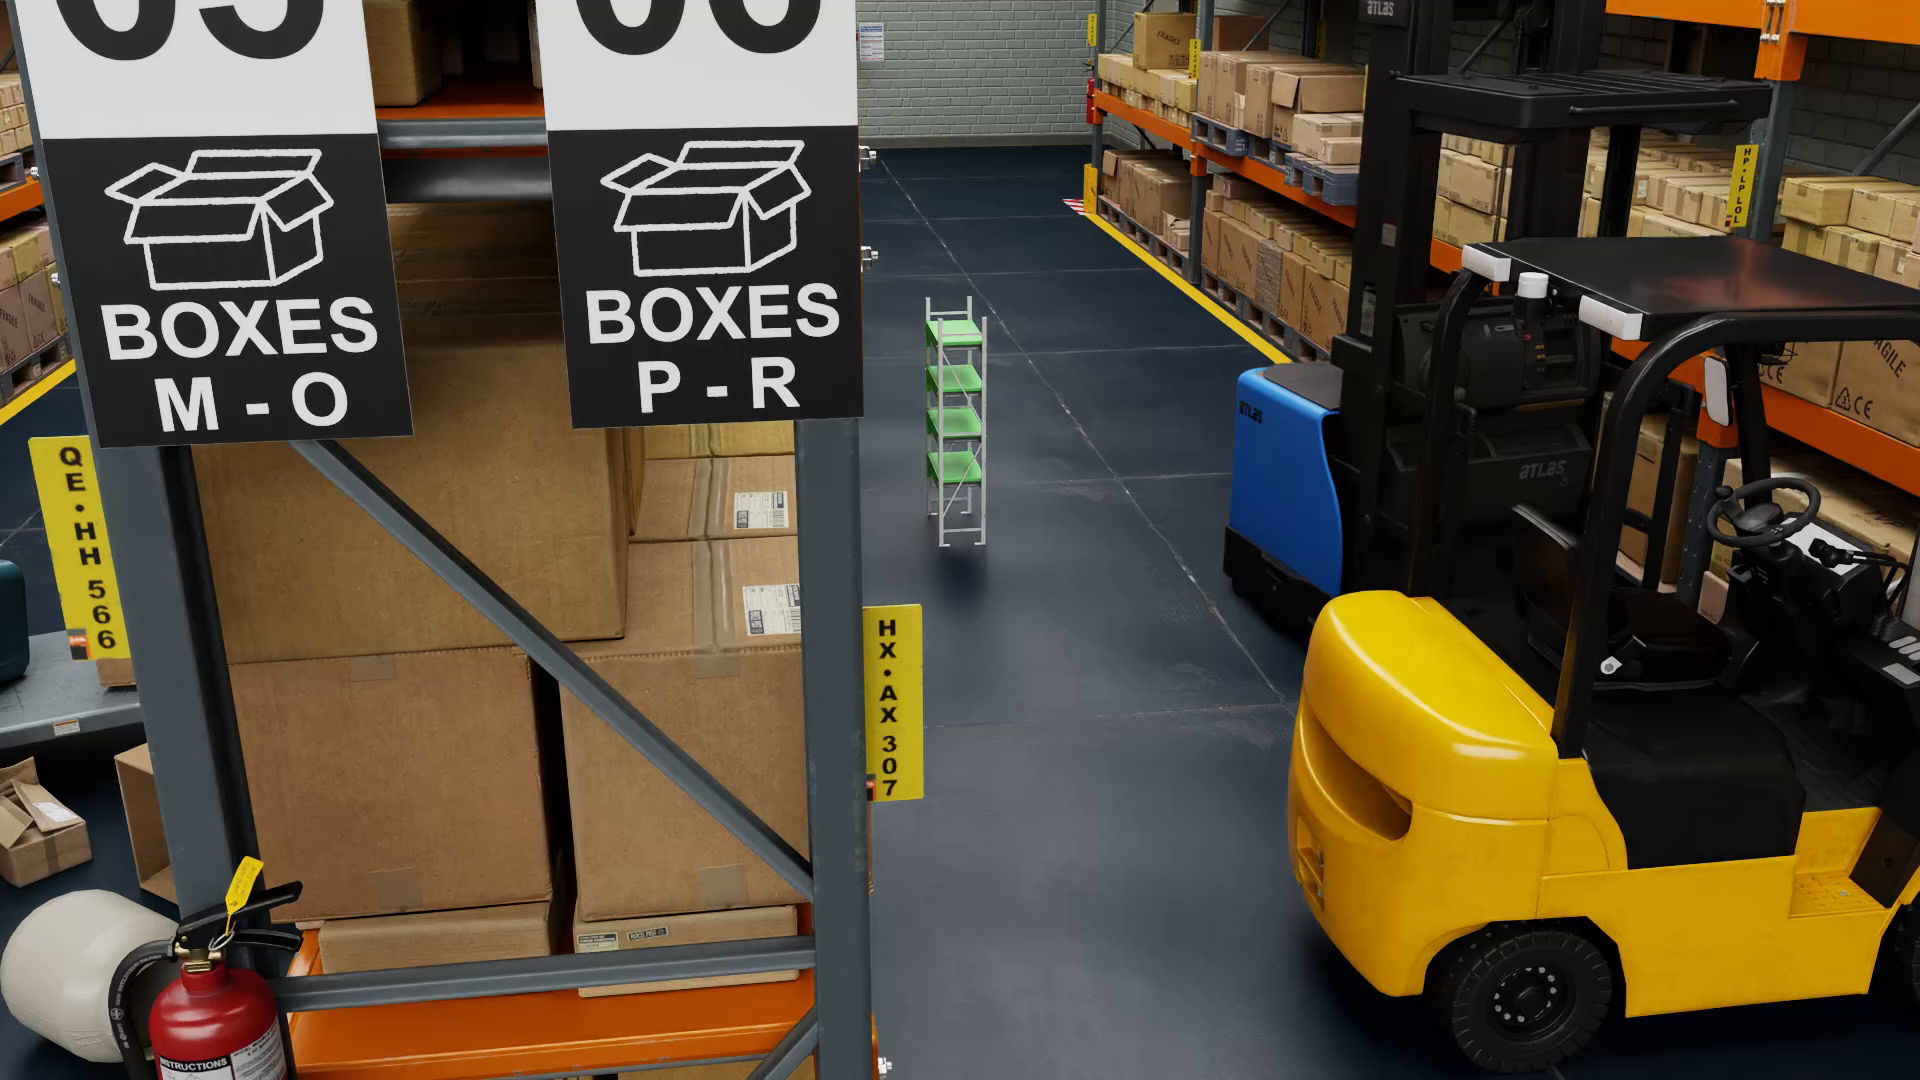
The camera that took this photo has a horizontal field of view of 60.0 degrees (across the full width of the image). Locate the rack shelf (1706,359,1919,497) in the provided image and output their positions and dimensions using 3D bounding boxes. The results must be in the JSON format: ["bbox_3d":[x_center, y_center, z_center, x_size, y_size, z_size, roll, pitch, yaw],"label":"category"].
[{"bbox_3d":[3.980,0.076,5.252,1.077,0.370,4.000,-3,21,-8],"label":"rack shelf"}]

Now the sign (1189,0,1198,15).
[{"bbox_3d":[2.514,-5.819,17.903,0.100,0.325,0.005,-3,21,-8],"label":"sign"}]

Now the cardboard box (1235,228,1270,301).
[{"bbox_3d":[2.539,-2.213,13.326,0.500,0.500,0.500,-4,21,-9],"label":"cardboard box"}]

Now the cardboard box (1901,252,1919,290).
[{"bbox_3d":[3.543,-0.913,5.802,0.380,0.149,0.250,-2,21,-7],"label":"cardboard box"}]

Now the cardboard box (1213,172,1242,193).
[{"bbox_3d":[2.387,-3.057,14.235,0.380,0.149,0.250,-3,21,-9],"label":"cardboard box"}]

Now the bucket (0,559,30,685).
[{"bbox_3d":[-3.803,0.336,6.037,0.726,0.611,0.620,4,11,11],"label":"bucket"}]

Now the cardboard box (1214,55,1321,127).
[{"bbox_3d":[2.461,-3.608,13.347,0.700,0.500,0.500,-3,21,-7],"label":"cardboard box"}]

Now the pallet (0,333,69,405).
[{"bbox_3d":[-6.964,-1.187,11.594,1.003,0.211,1.213,-3,21,-8],"label":"pallet"}]

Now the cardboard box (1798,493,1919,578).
[{"bbox_3d":[3.514,0.031,6.247,0.500,0.250,0.500,-3,21,-8],"label":"cardboard box"}]

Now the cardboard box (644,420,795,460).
[{"bbox_3d":[-0.590,-0.036,3.958,0.500,0.500,0.500,-3,21,-9],"label":"cardboard box"}]

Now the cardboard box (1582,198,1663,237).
[{"bbox_3d":[3.286,-1.452,7.816,0.500,0.250,0.500,-3,21,-9],"label":"cardboard box"}]

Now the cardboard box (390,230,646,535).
[{"bbox_3d":[-0.998,-0.312,3.269,0.700,0.500,0.500,-3,21,-7],"label":"cardboard box"}]

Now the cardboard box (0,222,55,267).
[{"bbox_3d":[-6.838,-2.140,12.059,0.500,0.250,0.500,-2,21,-5],"label":"cardboard box"}]

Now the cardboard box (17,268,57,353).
[{"bbox_3d":[-6.758,-1.613,11.721,0.500,0.500,0.500,-3,21,-9],"label":"cardboard box"}]

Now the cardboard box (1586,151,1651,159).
[{"bbox_3d":[3.209,-1.852,8.317,0.380,0.149,0.250,-3,21,-7],"label":"cardboard box"}]

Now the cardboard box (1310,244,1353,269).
[{"bbox_3d":[2.729,-2.012,11.862,0.380,0.149,0.250,-4,21,-10],"label":"cardboard box"}]

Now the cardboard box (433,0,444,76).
[{"bbox_3d":[-1.040,-0.798,2.637,0.380,0.149,0.250,-3,21,-7],"label":"cardboard box"}]

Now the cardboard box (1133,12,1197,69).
[{"bbox_3d":[1.977,-4.838,16.100,0.500,0.500,0.500,-2,21,-6],"label":"cardboard box"}]

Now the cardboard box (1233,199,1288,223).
[{"bbox_3d":[2.491,-2.735,13.796,0.380,0.149,0.250,-4,21,-11],"label":"cardboard box"}]

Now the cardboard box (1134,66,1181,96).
[{"bbox_3d":[2.004,-4.480,16.214,0.500,0.250,0.500,-3,21,-9],"label":"cardboard box"}]

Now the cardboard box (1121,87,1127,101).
[{"bbox_3d":[1.868,-4.597,17.096,0.380,0.149,0.250,-2,21,-6],"label":"cardboard box"}]

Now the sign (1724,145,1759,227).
[{"bbox_3d":[3.156,-1.428,6.710,0.100,0.325,0.005,-3,21,-8],"label":"sign"}]

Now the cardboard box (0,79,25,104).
[{"bbox_3d":[-6.931,-3.233,11.993,0.380,0.149,0.250,-4,21,-9],"label":"cardboard box"}]

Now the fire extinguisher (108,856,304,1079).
[{"bbox_3d":[-1.083,0.783,2.444,0.296,0.674,0.183,-3,21,-8],"label":"fire extinguisher"}]

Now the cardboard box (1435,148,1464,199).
[{"bbox_3d":[3.008,-2.162,9.719,0.500,0.250,0.500,-2,21,-6],"label":"cardboard box"}]

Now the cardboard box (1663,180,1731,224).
[{"bbox_3d":[3.367,-1.499,7.373,0.380,0.149,0.250,-3,21,-9],"label":"cardboard box"}]

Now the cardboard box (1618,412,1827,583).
[{"bbox_3d":[3.605,-0.217,7.805,0.875,0.625,0.625,-2,21,-5],"label":"cardboard box"}]

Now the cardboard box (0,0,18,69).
[{"bbox_3d":[-7.592,-3.990,13.115,0.500,0.500,0.500,-4,21,-10],"label":"cardboard box"}]

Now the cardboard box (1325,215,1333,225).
[{"bbox_3d":[3.105,-2.494,13.151,0.380,0.149,0.250,-3,21,-7],"label":"cardboard box"}]

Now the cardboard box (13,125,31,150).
[{"bbox_3d":[-6.896,-2.875,11.885,0.380,0.149,0.250,-4,21,-11],"label":"cardboard box"}]

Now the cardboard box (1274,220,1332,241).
[{"bbox_3d":[2.645,-2.374,12.830,0.380,0.149,0.250,-3,21,-8],"label":"cardboard box"}]

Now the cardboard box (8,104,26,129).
[{"bbox_3d":[-6.888,-3.005,11.810,0.380,0.149,0.250,-4,21,-10],"label":"cardboard box"}]

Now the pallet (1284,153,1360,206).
[{"bbox_3d":[2.948,-2.479,11.341,1.213,0.211,1.003,-3,21,-8],"label":"pallet"}]

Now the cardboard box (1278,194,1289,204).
[{"bbox_3d":[2.920,-2.849,14.101,0.380,0.149,0.250,-3,21,-8],"label":"cardboard box"}]

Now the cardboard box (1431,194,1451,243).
[{"bbox_3d":[3.005,-1.927,9.804,0.500,0.250,0.500,-3,21,-9],"label":"cardboard box"}]

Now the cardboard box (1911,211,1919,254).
[{"bbox_3d":[3.552,-1.050,5.744,0.380,0.149,0.250,-2,21,-7],"label":"cardboard box"}]

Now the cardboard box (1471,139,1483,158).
[{"bbox_3d":[3.088,-2.208,9.271,0.380,0.149,0.250,-3,21,-7],"label":"cardboard box"}]

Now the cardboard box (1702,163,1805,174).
[{"bbox_3d":[3.774,-1.706,7.926,0.380,0.149,0.250,-3,21,-8],"label":"cardboard box"}]

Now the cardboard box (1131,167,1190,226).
[{"bbox_3d":[2.018,-3.431,16.587,0.500,0.500,0.500,-3,21,-7],"label":"cardboard box"}]

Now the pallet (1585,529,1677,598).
[{"bbox_3d":[3.547,0.100,8.146,1.003,0.211,1.213,-3,21,-8],"label":"pallet"}]

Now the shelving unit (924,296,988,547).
[{"bbox_3d":[-0.024,-0.619,8.660,0.258,1.200,0.503,-3,21,-8],"label":"shelving unit"}]

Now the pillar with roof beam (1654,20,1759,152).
[{"bbox_3d":[-0.065,-4.525,7.971,9.100,9.000,0.400,-3,21,-8],"label":"pillar with roof beam"}]

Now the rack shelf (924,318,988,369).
[{"bbox_3d":[-0.024,-1.009,8.514,0.258,0.148,0.480,-3,21,-8],"label":"rack shelf"}]

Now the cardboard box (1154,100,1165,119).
[{"bbox_3d":[2.046,-4.060,15.658,0.380,0.149,0.250,-3,21,-9],"label":"cardboard box"}]

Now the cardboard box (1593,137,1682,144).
[{"bbox_3d":[3.602,-2.056,8.863,0.380,0.149,0.250,-2,21,-6],"label":"cardboard box"}]

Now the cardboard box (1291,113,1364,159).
[{"bbox_3d":[2.642,-2.813,11.576,0.500,0.250,0.500,-4,21,-10],"label":"cardboard box"}]

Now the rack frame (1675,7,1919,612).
[{"bbox_3d":[3.691,-0.953,6.981,1.000,3.000,0.127,-3,21,-8],"label":"rack frame"}]

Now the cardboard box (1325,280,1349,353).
[{"bbox_3d":[2.841,-1.499,11.415,0.500,0.500,0.500,-2,21,-6],"label":"cardboard box"}]

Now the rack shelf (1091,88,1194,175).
[{"bbox_3d":[2.250,-4.078,16.377,1.077,0.370,4.000,-3,21,-8],"label":"rack shelf"}]

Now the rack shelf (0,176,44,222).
[{"bbox_3d":[-6.969,-2.157,11.233,1.077,0.370,4.000,-3,21,-8],"label":"rack shelf"}]

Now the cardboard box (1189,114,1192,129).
[{"bbox_3d":[2.242,-3.703,14.702,0.380,0.149,0.250,-3,21,-7],"label":"cardboard box"}]

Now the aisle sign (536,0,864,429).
[{"bbox_3d":[-0.328,-0.528,2.128,0.394,0.787,0.004,-3,21,-8],"label":"aisle sign"}]

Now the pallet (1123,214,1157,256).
[{"bbox_3d":[2.261,-3.078,16.655,1.003,0.211,1.213,-3,21,-8],"label":"pallet"}]

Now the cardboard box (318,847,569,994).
[{"bbox_3d":[-0.909,0.683,2.961,0.380,0.149,0.250,-2,21,-6],"label":"cardboard box"}]

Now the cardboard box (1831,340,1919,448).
[{"bbox_3d":[3.589,-0.654,6.036,0.500,0.500,0.500,-3,21,-7],"label":"cardboard box"}]

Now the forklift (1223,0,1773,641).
[{"bbox_3d":[2.248,-0.737,6.501,1.130,2.935,3.031,-7,22,-18],"label":"forklift"}]
